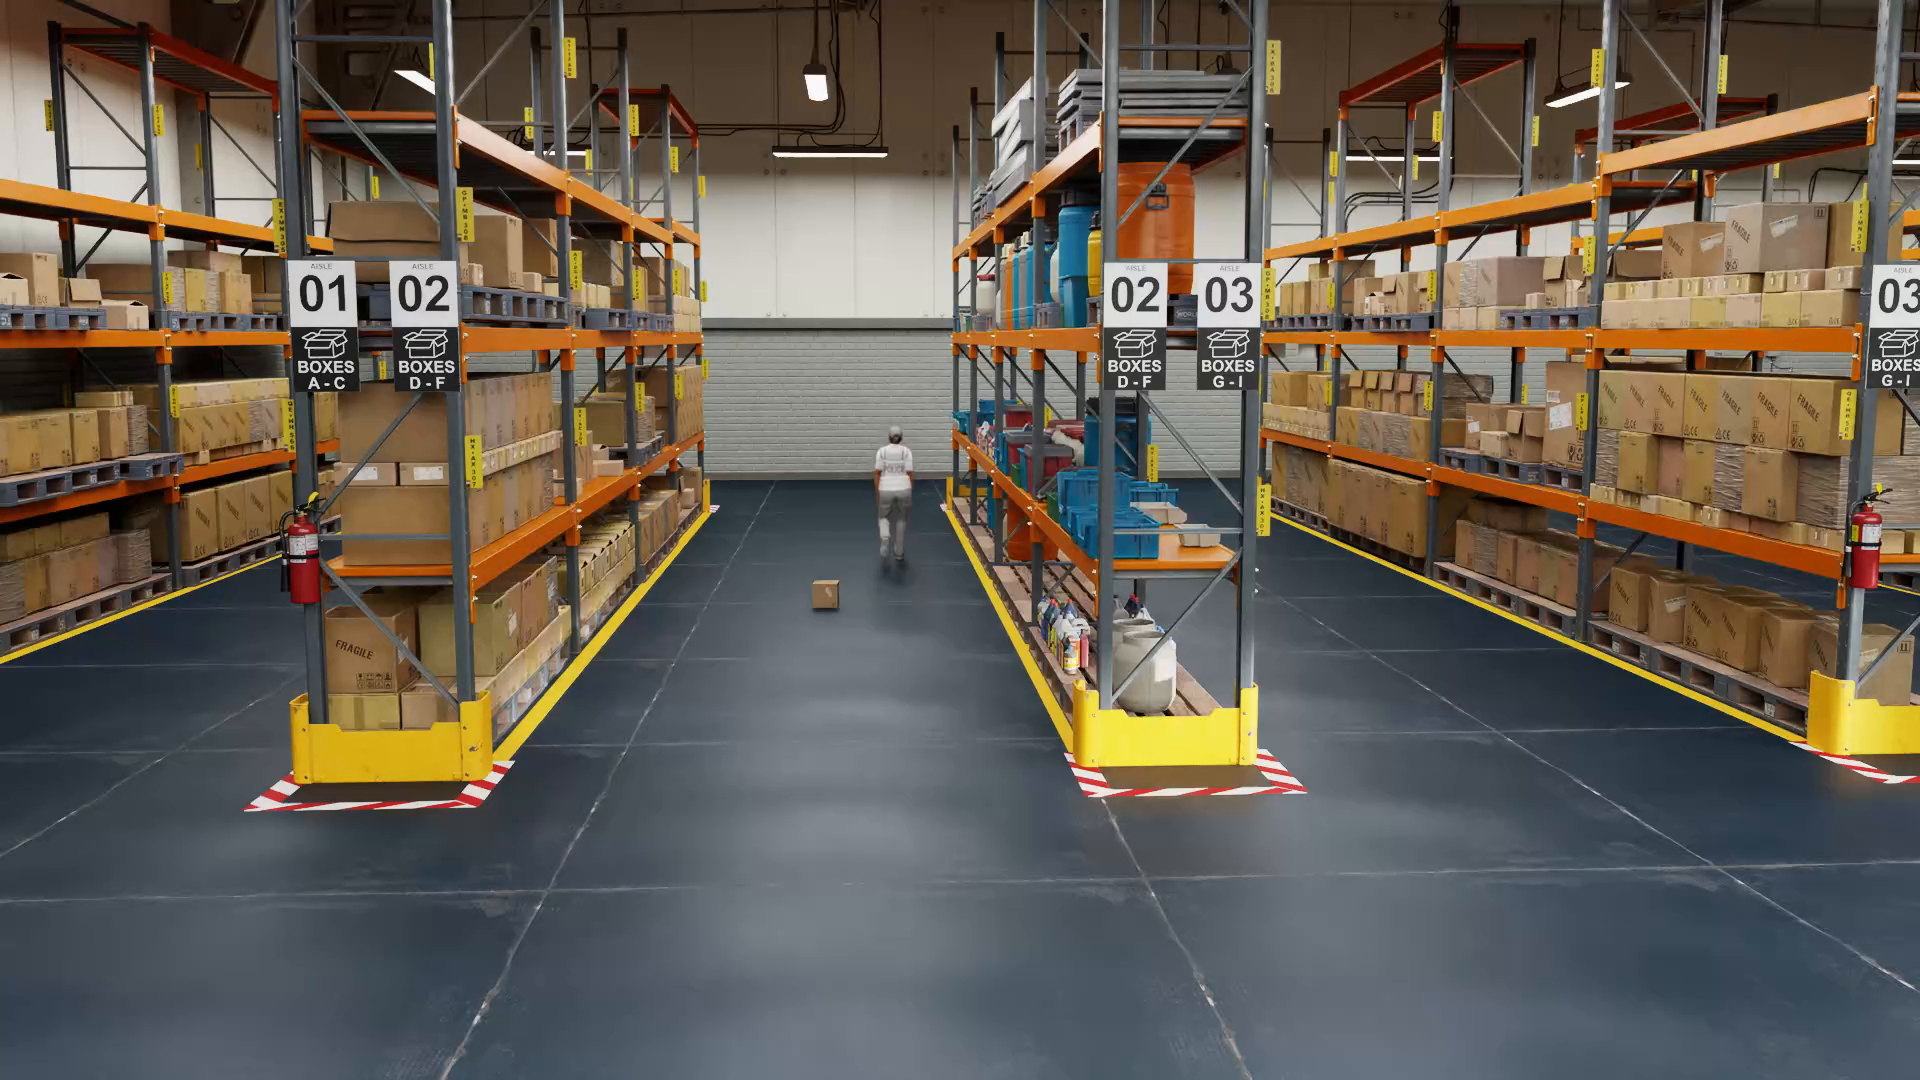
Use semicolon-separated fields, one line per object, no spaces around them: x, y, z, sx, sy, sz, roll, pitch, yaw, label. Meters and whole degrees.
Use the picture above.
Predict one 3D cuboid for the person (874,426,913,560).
-0.807;-0.574;20.287;0.478;1.640;0.577;0;7;-1;person
